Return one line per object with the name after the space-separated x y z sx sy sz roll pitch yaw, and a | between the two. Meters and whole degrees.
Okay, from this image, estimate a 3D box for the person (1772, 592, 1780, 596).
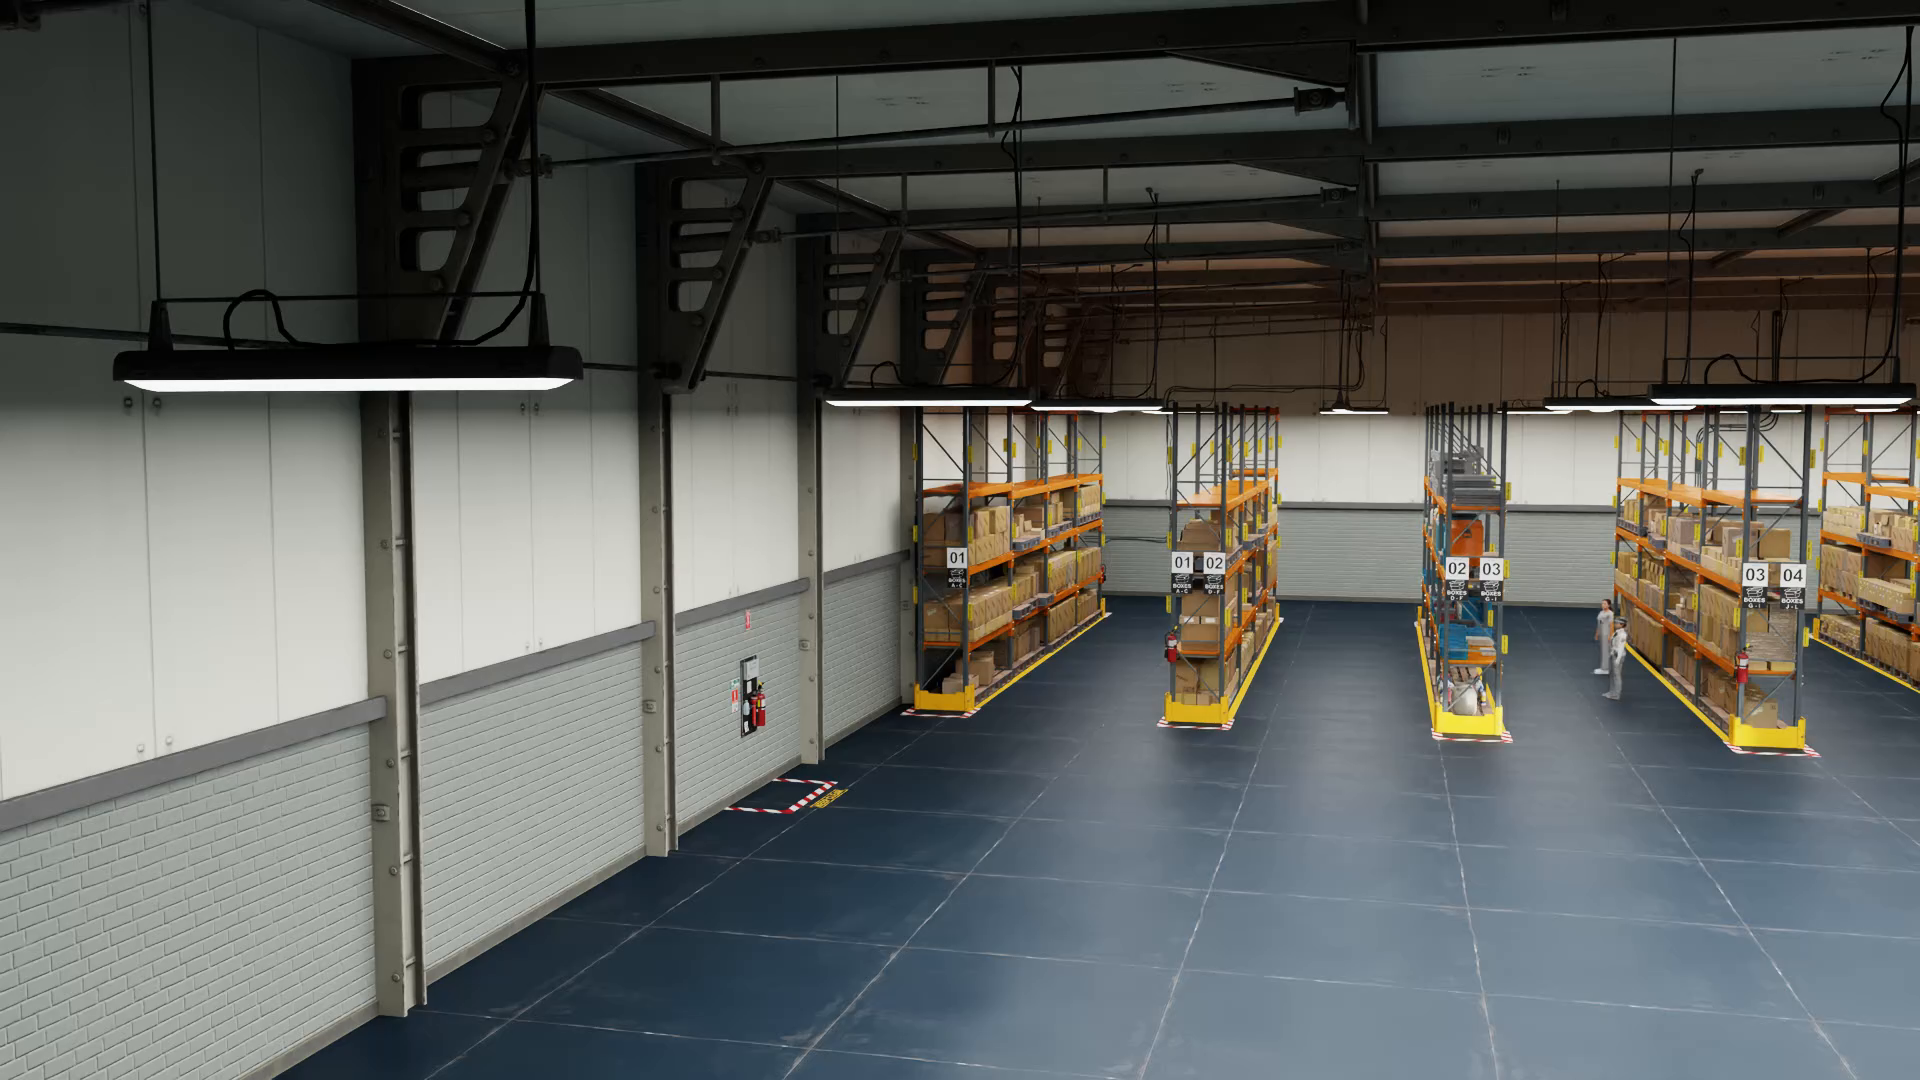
21.657 1.592 44.182 0.526 1.706 0.591 0 4 -4 | person

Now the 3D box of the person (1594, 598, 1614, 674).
14.407 2.144 37.184 0.380 1.674 0.489 0 4 1 | person

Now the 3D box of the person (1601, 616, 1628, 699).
13.301 2.386 33.788 0.475 1.691 0.520 2 5 22 | person
